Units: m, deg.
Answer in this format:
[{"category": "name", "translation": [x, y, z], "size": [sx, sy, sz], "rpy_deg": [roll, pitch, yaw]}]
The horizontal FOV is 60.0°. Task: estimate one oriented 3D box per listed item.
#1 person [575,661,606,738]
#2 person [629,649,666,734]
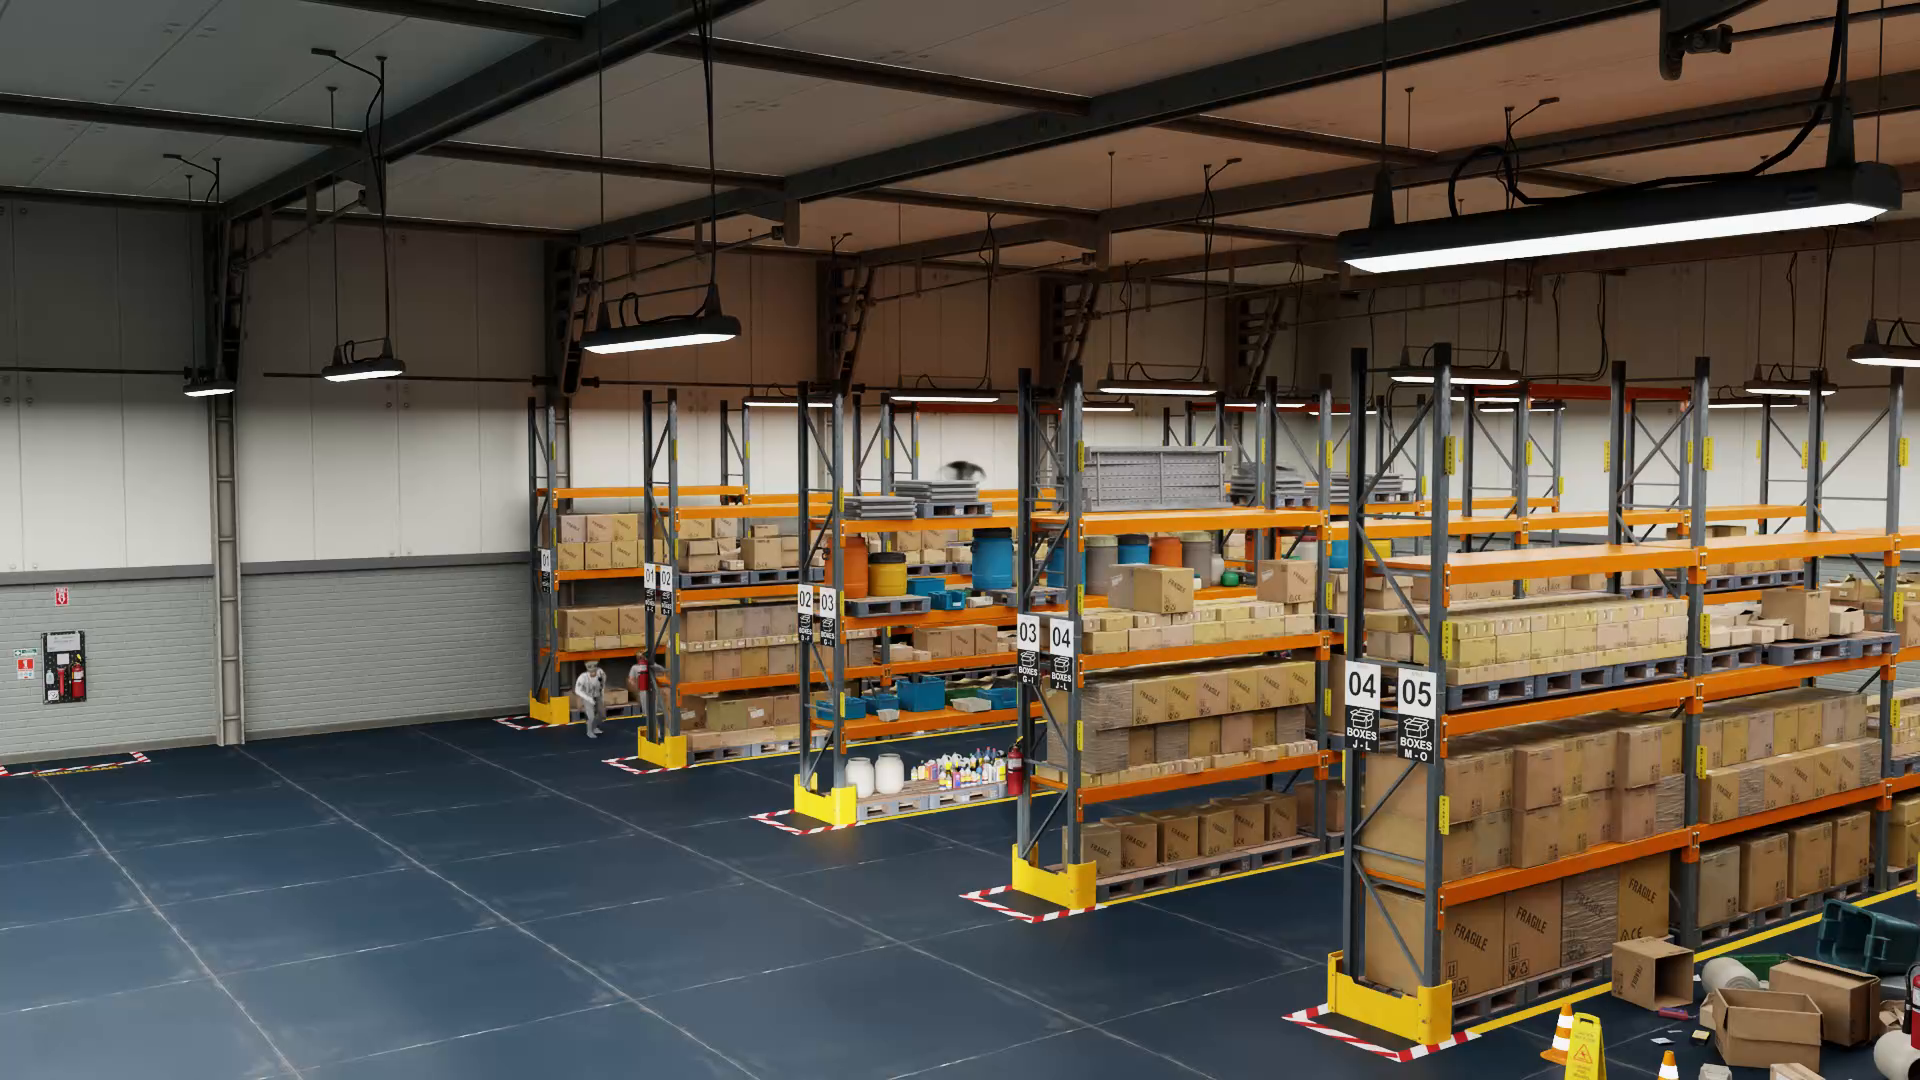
[{"category": "person", "translation": [-6.411, 2.768, 28.897], "size": [0.622, 1.404, 0.888], "rpy_deg": [-2, 4, -36]}, {"category": "person", "translation": [-5.402, 2.665, 28.781], "size": [0.564, 1.591, 0.922], "rpy_deg": [1, 4, 17]}]
